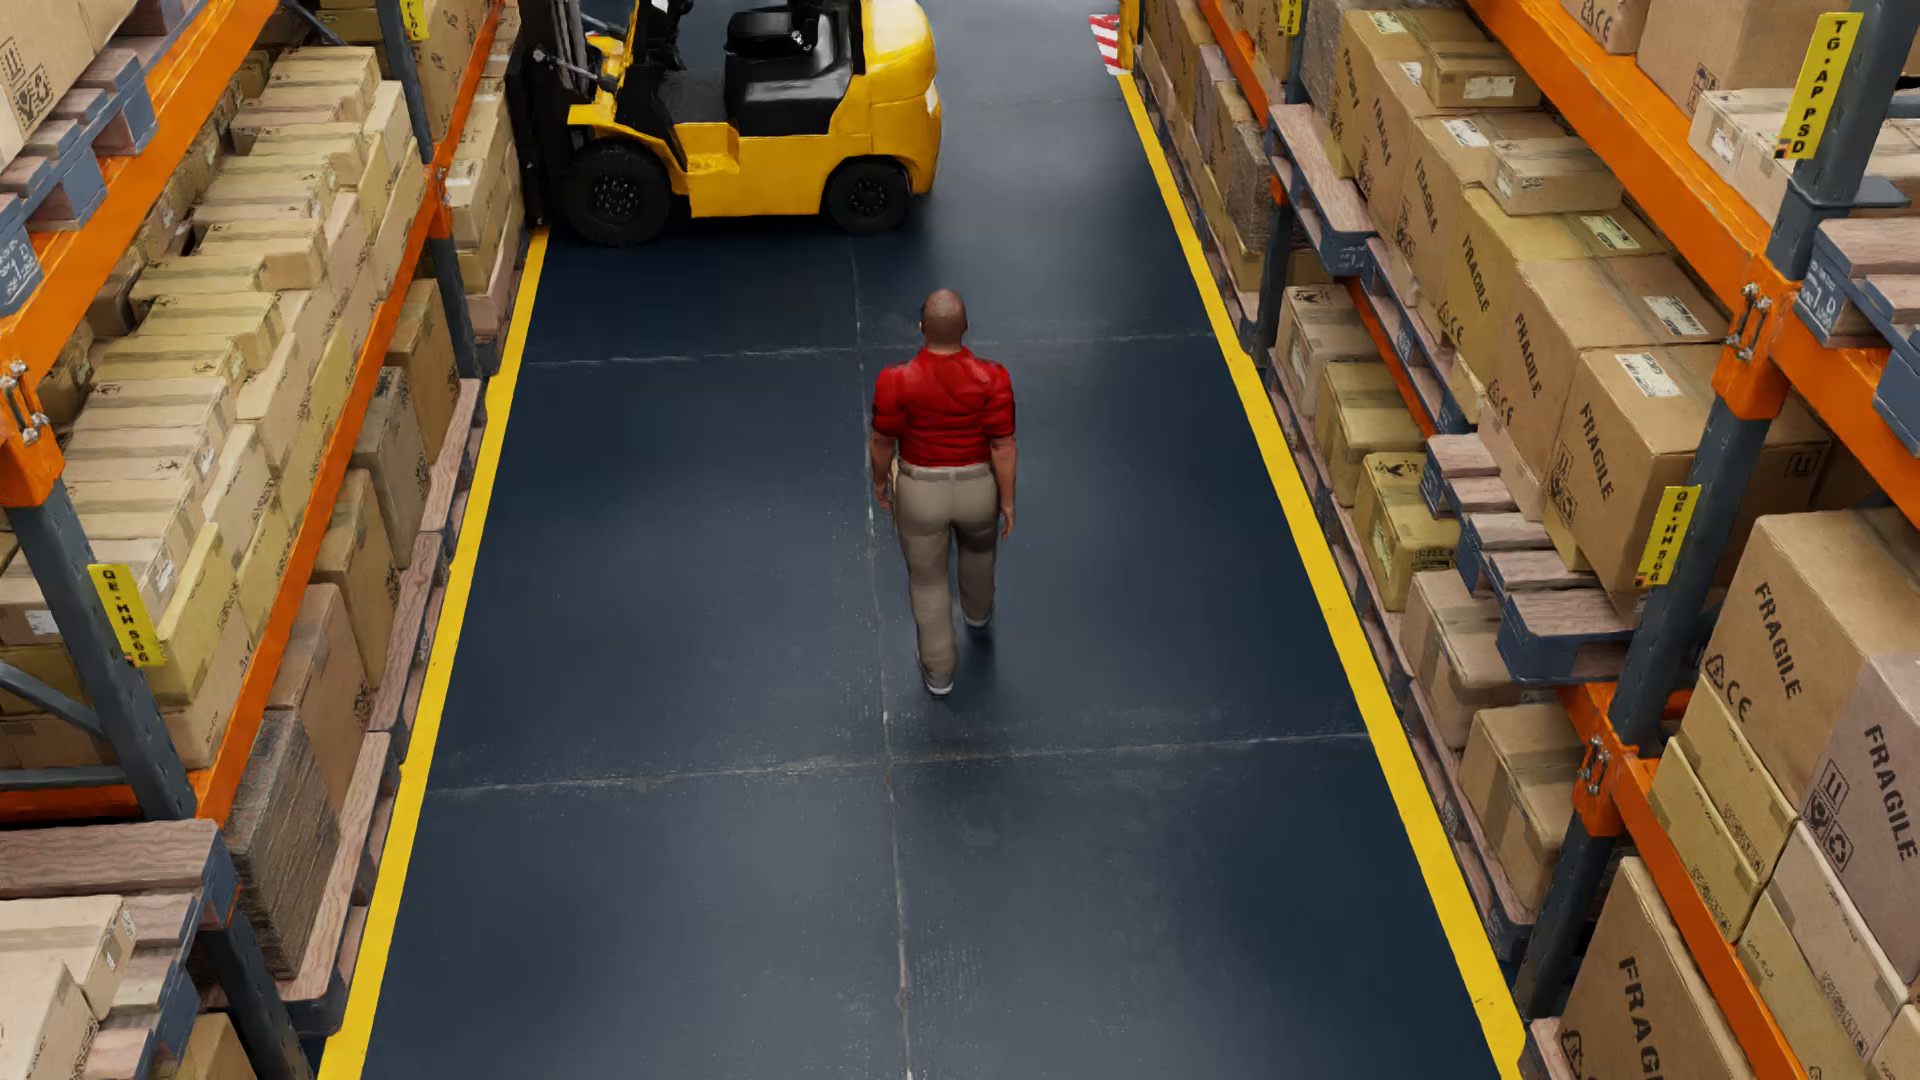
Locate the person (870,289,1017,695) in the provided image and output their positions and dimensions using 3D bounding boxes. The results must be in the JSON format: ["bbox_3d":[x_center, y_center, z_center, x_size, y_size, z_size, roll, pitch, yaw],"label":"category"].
[{"bbox_3d":[-0.080,-0.248,6.462,0.539,1.723,0.705,-5,39,-6],"label":"person"}]
